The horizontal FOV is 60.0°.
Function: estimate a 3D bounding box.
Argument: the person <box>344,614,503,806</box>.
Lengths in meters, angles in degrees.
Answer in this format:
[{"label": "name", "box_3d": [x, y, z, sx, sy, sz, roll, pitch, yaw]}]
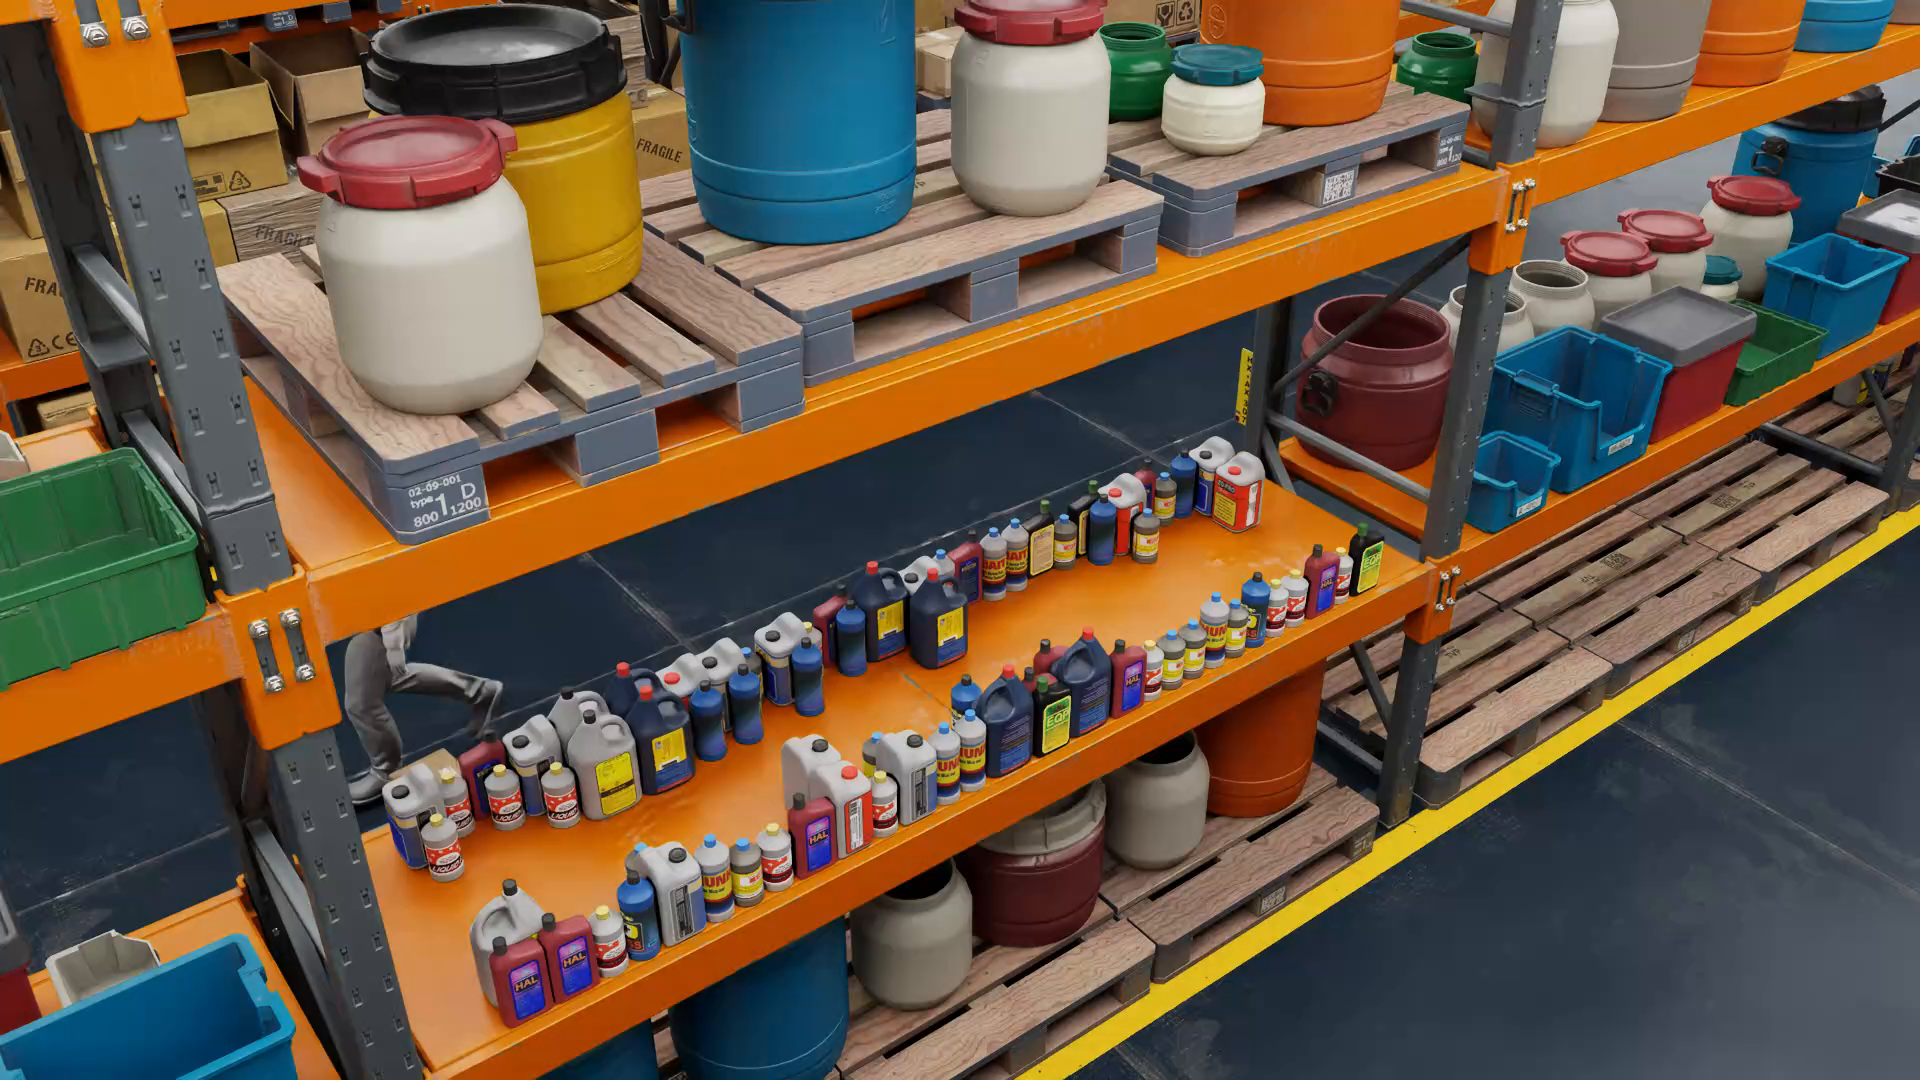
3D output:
[{"label": "person", "box_3d": [-2.271, 0.274, 6.648, 0.746, 1.656, 0.501, -13, 35, -20]}]
